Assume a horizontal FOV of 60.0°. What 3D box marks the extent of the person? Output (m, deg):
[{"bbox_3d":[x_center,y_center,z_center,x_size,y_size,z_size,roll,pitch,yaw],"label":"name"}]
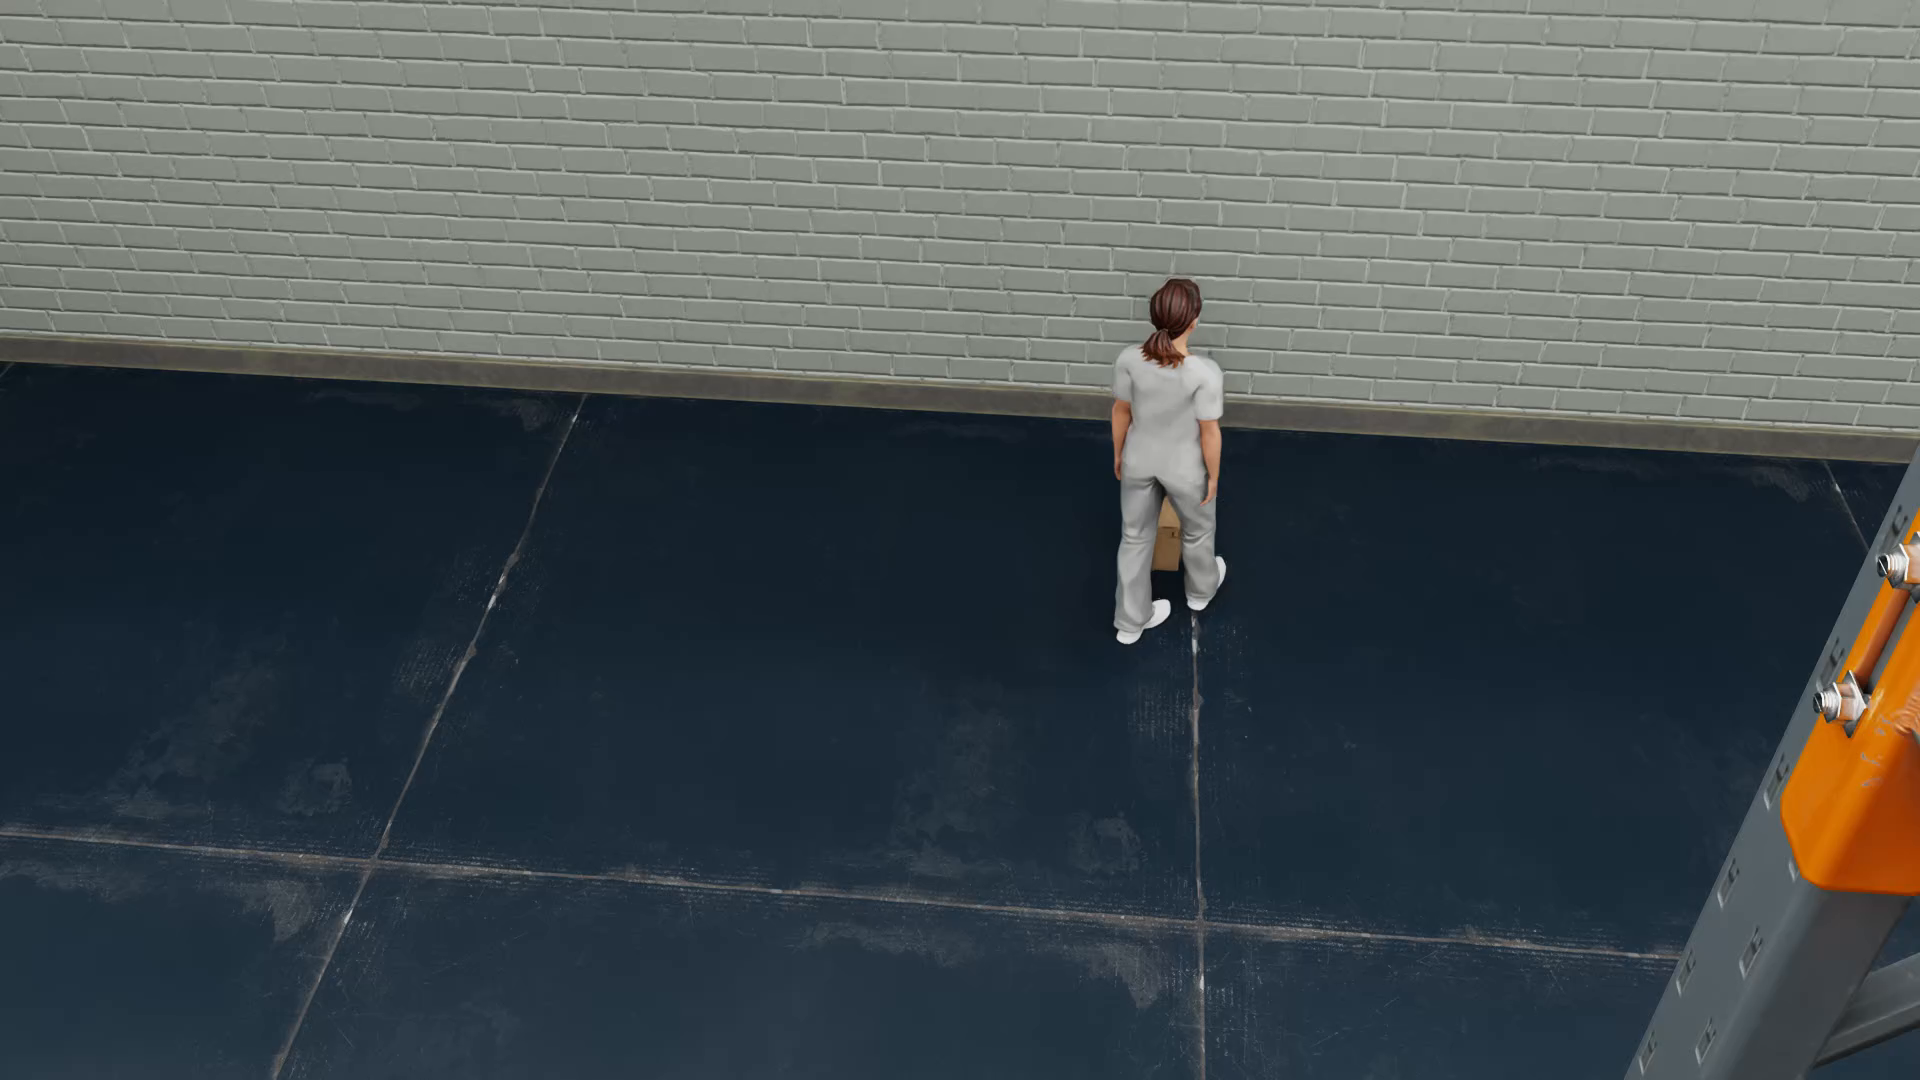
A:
[{"bbox_3d":[0.852,-0.363,6.581,0.448,1.666,0.621,16,43,18],"label":"person"}]
